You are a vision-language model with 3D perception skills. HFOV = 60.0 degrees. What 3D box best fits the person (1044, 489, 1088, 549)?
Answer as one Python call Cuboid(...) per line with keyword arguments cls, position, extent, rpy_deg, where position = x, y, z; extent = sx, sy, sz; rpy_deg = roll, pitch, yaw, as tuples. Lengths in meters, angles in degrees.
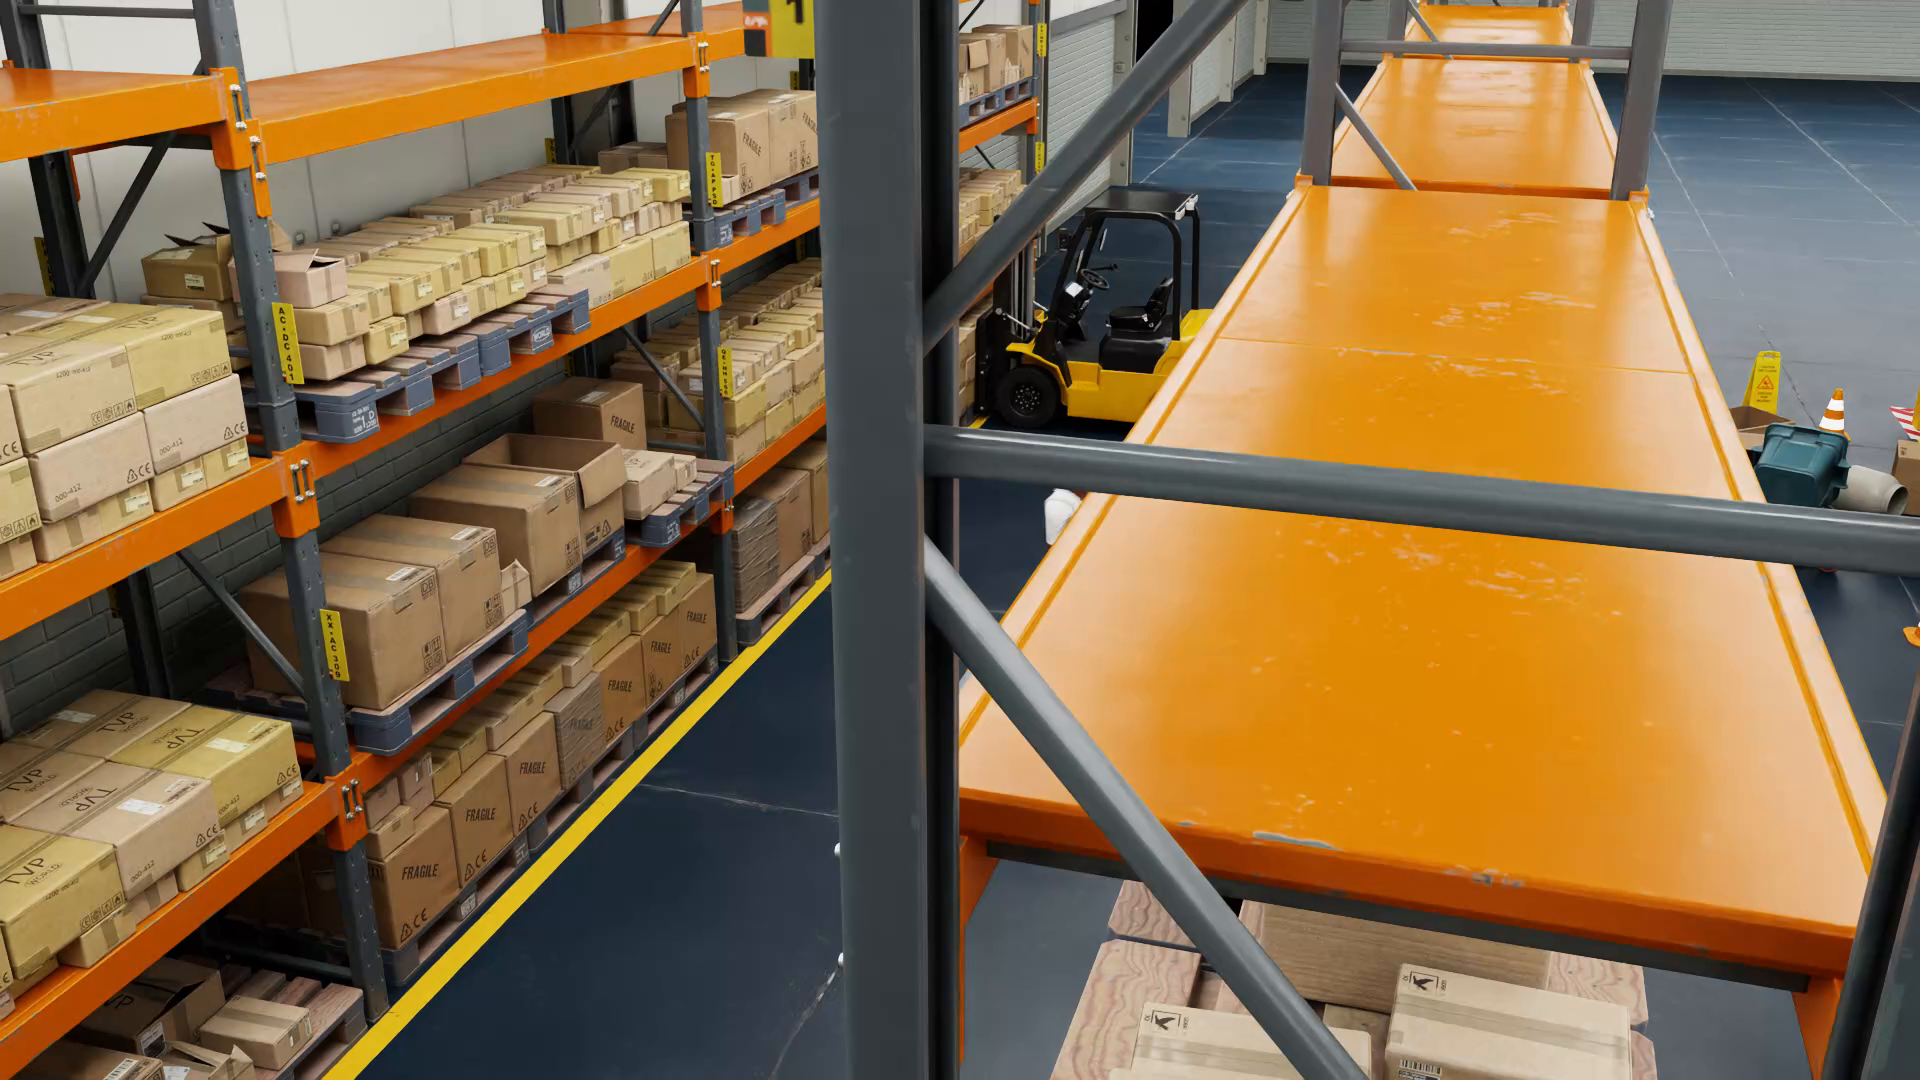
Cuboid(cls="person", position=(0.835, 0.241, 10.416), extent=(0.516, 1.763, 0.607), rpy_deg=(14, 26, 31))
